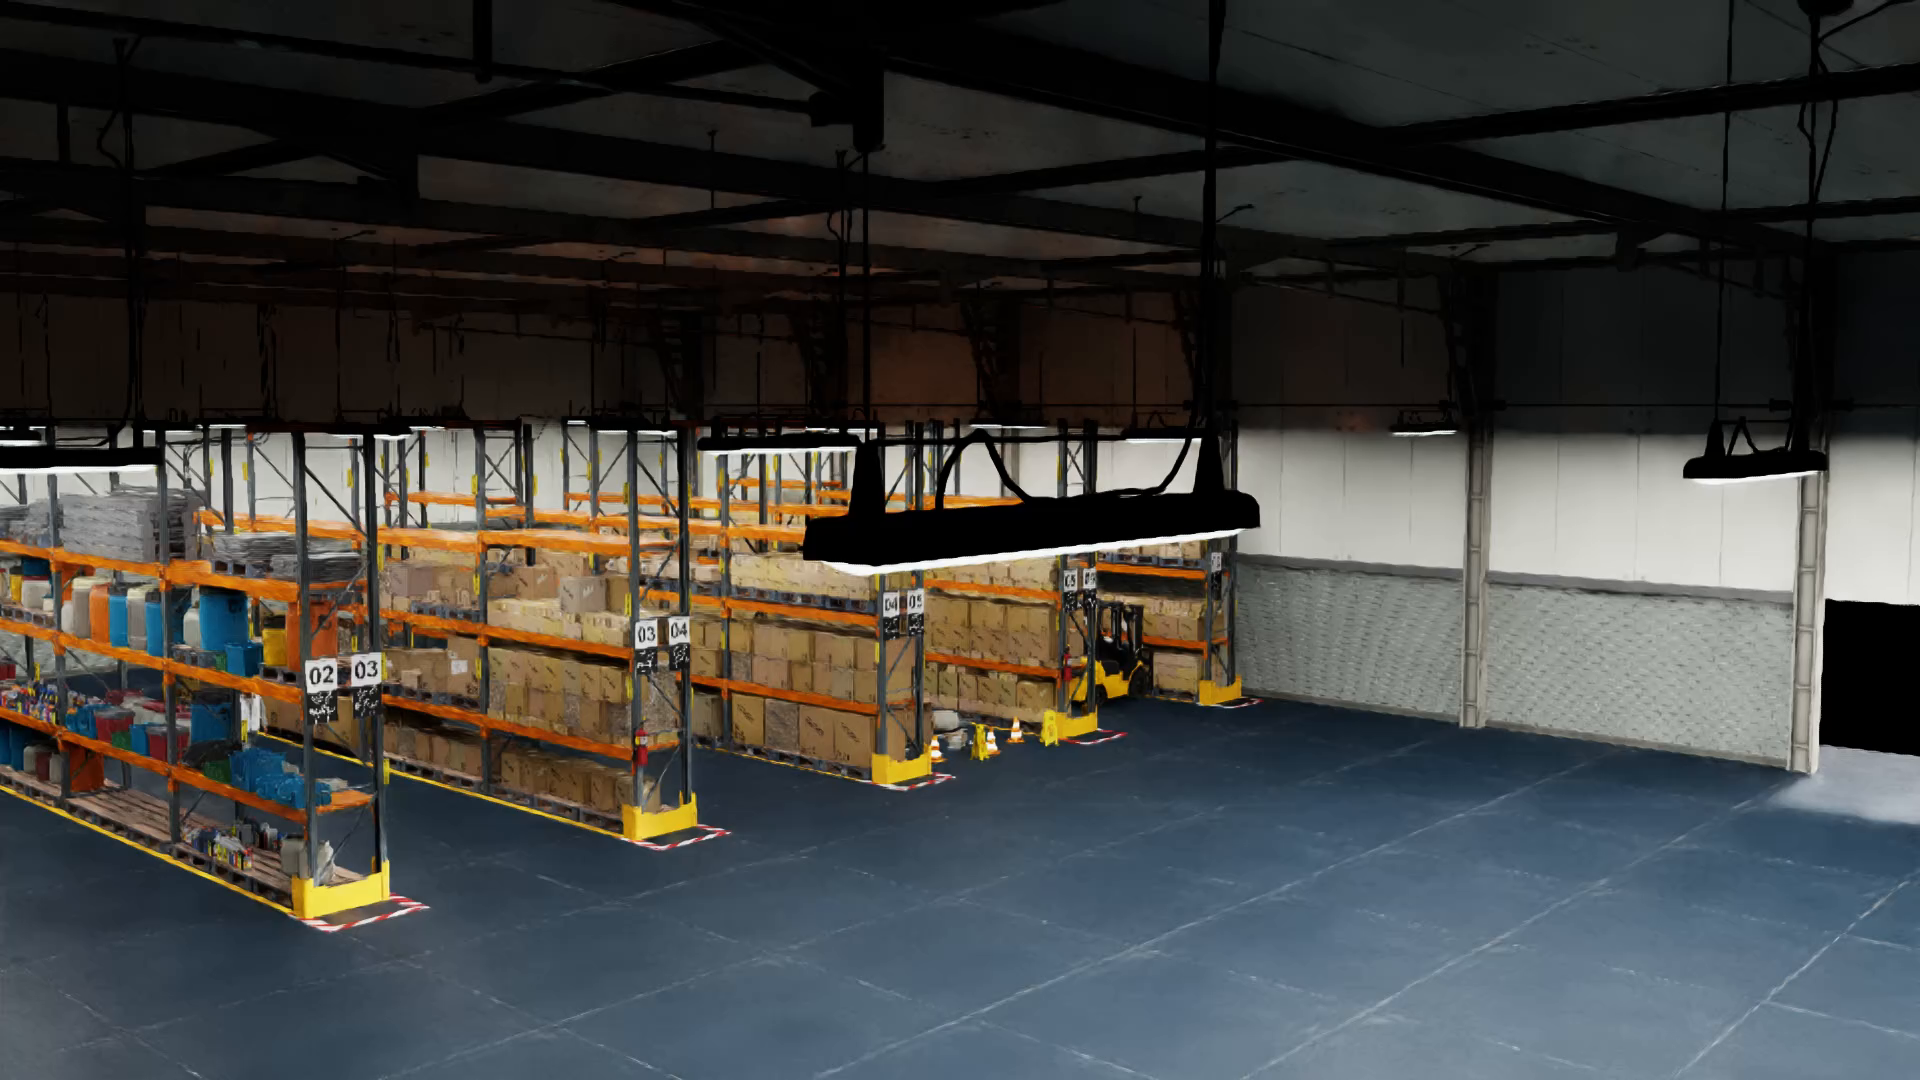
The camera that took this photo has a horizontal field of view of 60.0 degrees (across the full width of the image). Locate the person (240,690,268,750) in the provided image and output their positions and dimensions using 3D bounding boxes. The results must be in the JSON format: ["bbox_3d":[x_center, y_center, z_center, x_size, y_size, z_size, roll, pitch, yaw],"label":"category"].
[{"bbox_3d":[-12.046,3.170,28.168,1.029,1.725,0.555,4,6,41],"label":"person"}]
